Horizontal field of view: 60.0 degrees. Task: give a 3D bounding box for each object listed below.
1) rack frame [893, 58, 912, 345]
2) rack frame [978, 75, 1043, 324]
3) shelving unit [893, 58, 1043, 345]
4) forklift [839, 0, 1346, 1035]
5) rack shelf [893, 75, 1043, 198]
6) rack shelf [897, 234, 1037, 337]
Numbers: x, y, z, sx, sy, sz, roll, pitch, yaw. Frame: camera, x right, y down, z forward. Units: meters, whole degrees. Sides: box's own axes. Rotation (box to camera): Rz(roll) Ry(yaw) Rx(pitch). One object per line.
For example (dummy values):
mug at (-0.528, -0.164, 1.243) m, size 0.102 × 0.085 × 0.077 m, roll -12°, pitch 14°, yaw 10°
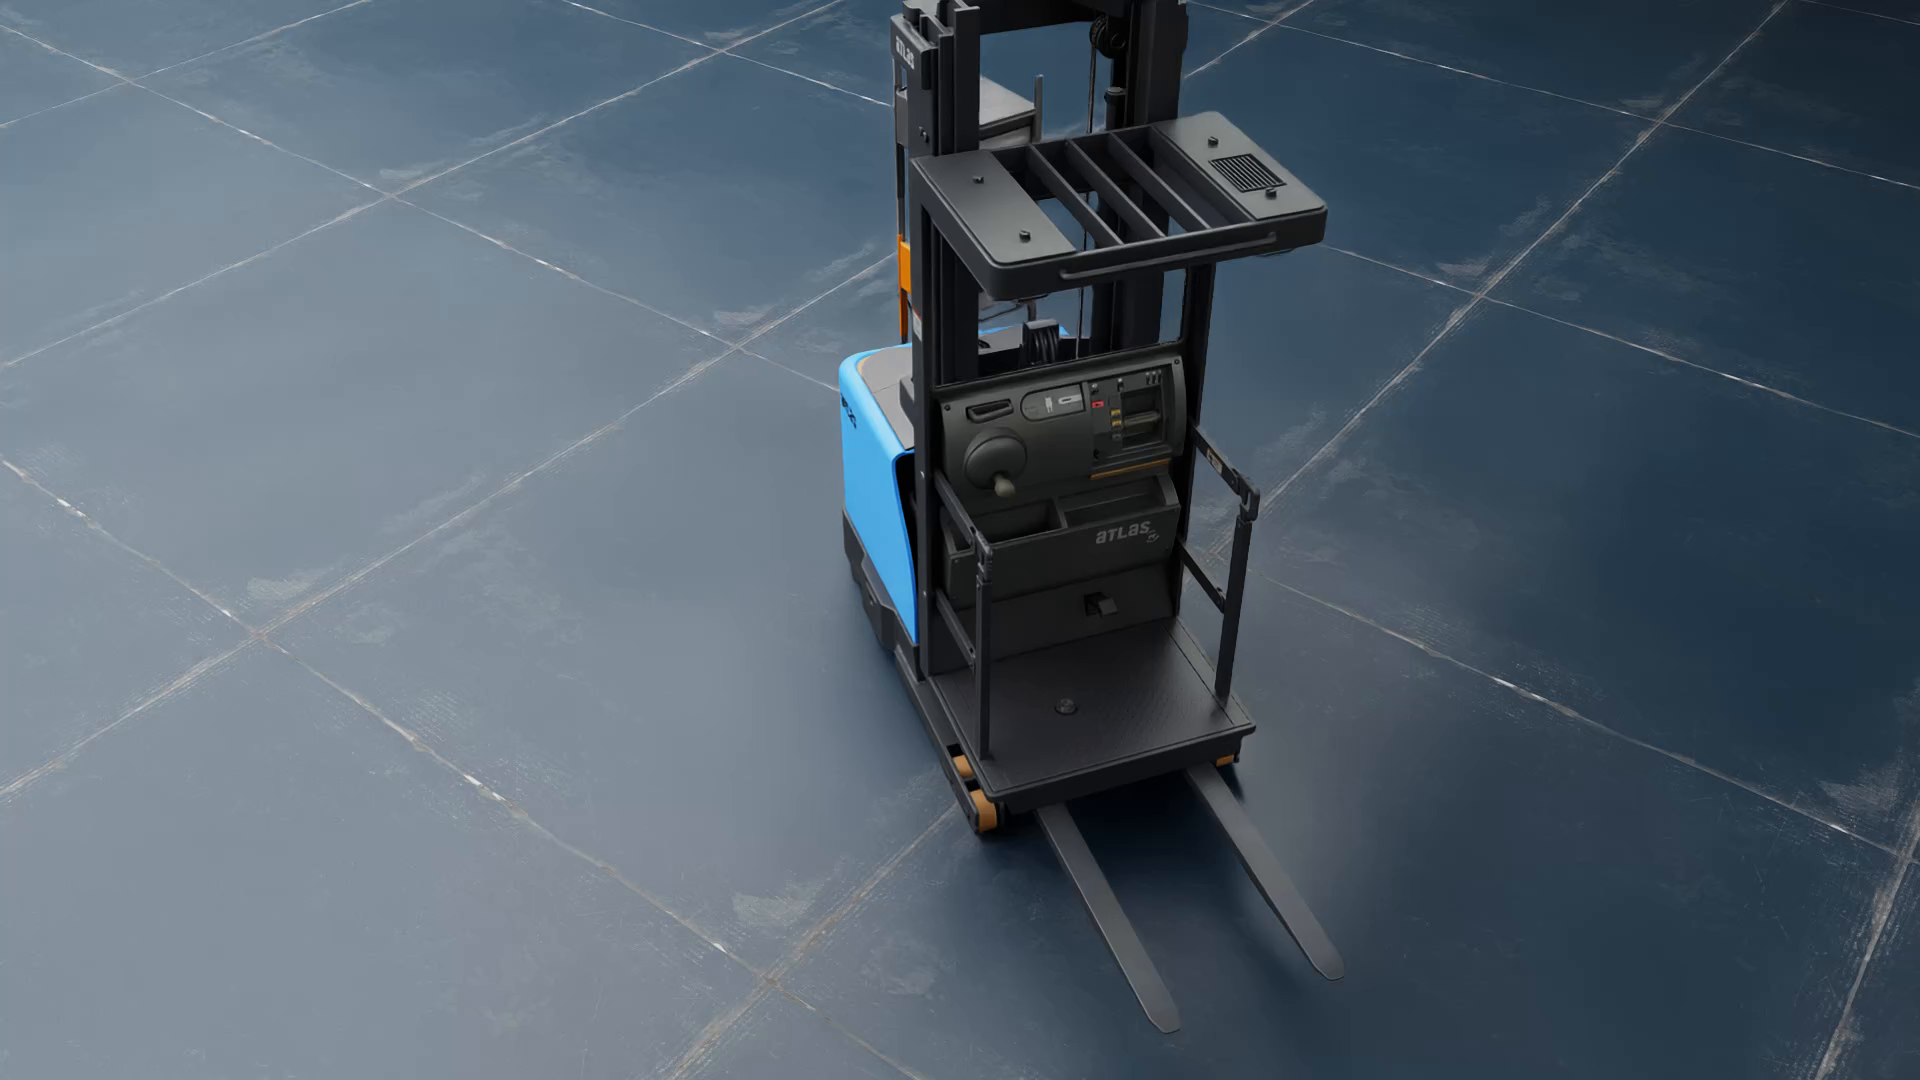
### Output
rack frame at (-0.112, -1.235, 7.624) m, size 0.400 × 2.100 × 0.015 m, roll -24°, pitch 44°, yaw -27°
rack frame at (0.172, -0.991, 7.312) m, size 0.400 × 2.100 × 0.015 m, roll -24°, pitch 44°, yaw -27°
shelving unit at (0.030, -1.113, 7.468) m, size 0.431 × 2.100 × 0.503 m, roll -24°, pitch 44°, yaw -27°
forklift at (0.454, -0.334, 5.799) m, size 1.130 × 2.935 × 3.031 m, roll -13°, pitch 40°, yaw -16°
rack shelf at (0.030, -1.653, 7.045) m, size 0.431 × 0.518 × 0.480 m, roll -24°, pitch 44°, yaw -27°
rack shelf at (0.030, -1.102, 7.477) m, size 0.431 × 0.518 × 0.480 m, roll -24°, pitch 44°, yaw -27°
